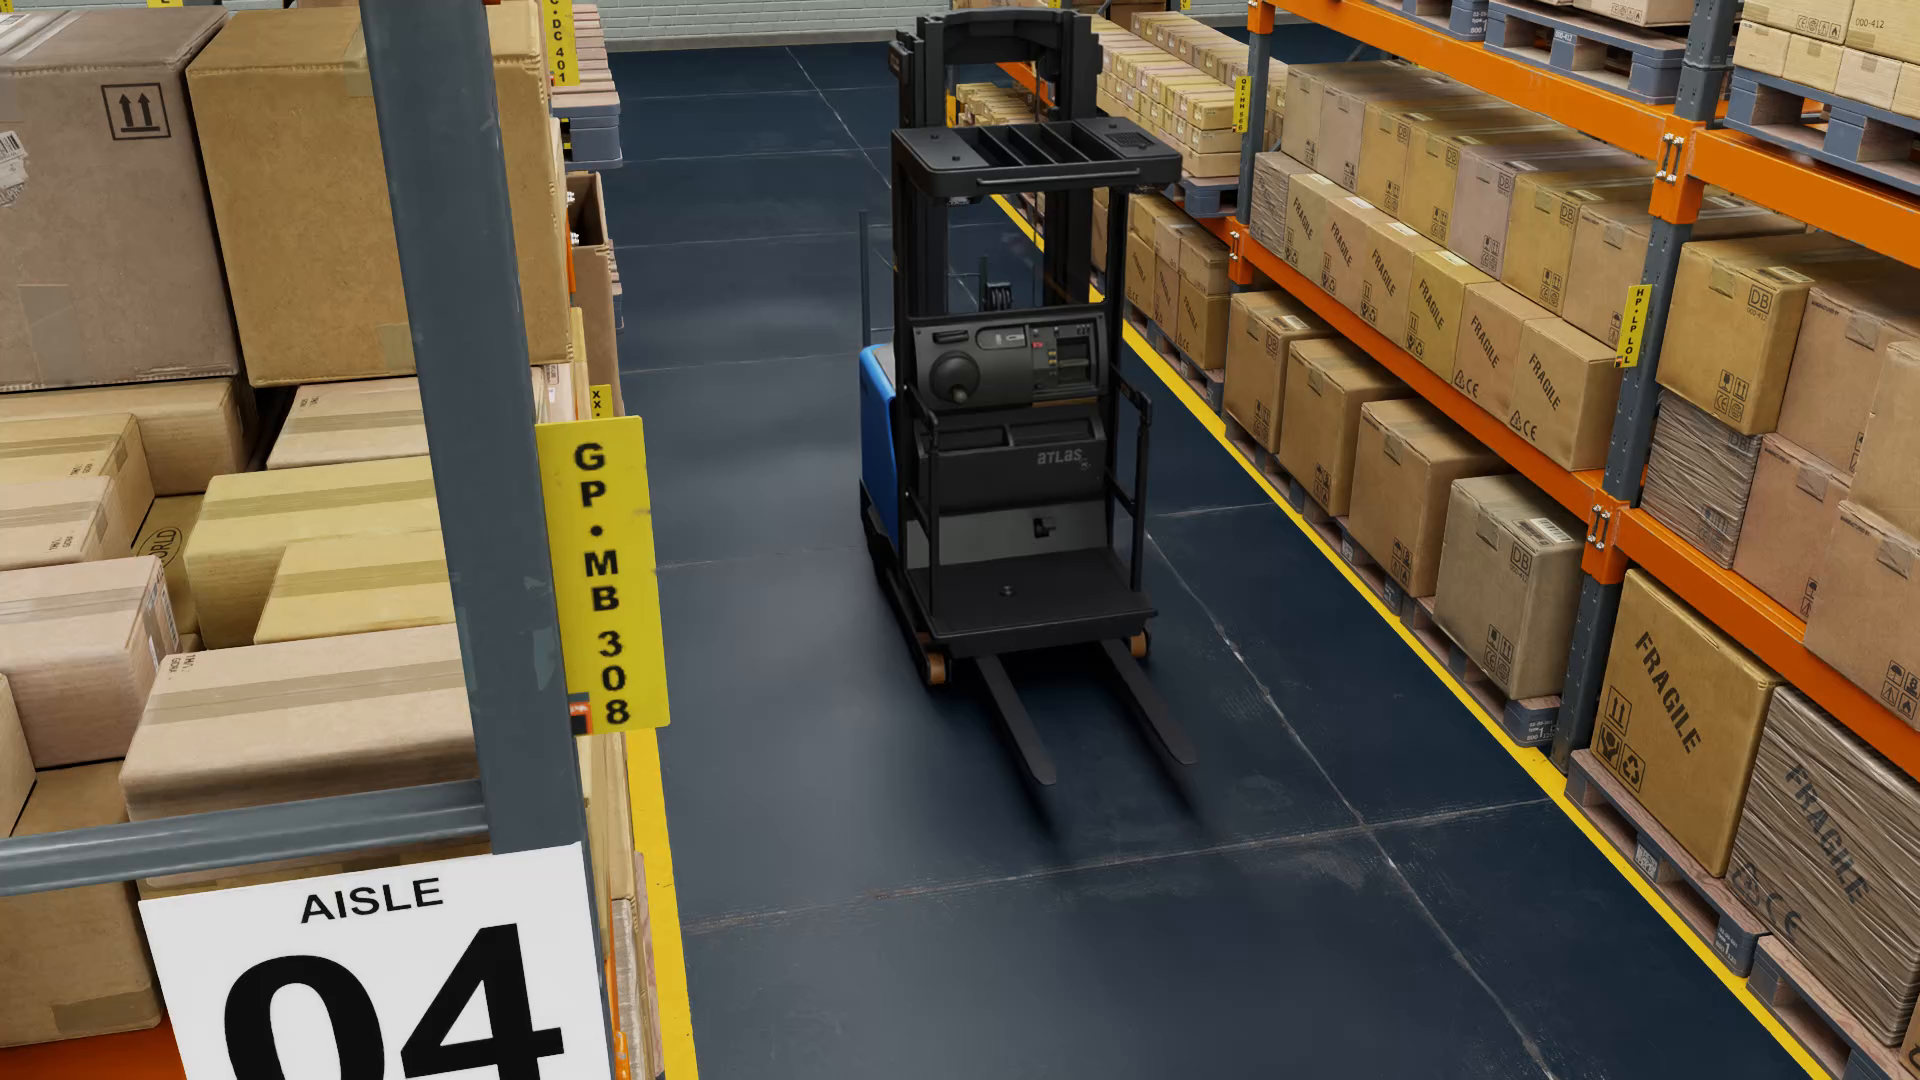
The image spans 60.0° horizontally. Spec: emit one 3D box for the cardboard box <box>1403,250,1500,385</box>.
[{"bbox_3d":[2.487,-1.081,7.952,0.500,0.500,0.500,-6,27,-11],"label":"cardboard box"}]

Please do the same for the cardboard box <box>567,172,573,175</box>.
[{"bbox_3d":[-2.508,-1.973,9.719,0.500,0.500,0.500,-5,27,-10],"label":"cardboard box"}]

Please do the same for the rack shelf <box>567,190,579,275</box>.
[{"bbox_3d":[-2.213,-1.827,7.011,1.077,0.370,4.000,-6,27,-12],"label":"rack shelf"}]

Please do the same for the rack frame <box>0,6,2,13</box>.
[{"bbox_3d":[-9.292,-4.697,15.226,1.000,3.000,0.127,-6,27,-12],"label":"rack frame"}]

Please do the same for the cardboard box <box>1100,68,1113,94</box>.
[{"bbox_3d":[1.231,-3.316,11.973,0.380,0.149,0.250,-6,27,-12],"label":"cardboard box"}]

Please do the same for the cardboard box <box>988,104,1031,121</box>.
[{"bbox_3d":[0.477,-4.119,16.120,0.380,0.149,0.250,-5,27,-10],"label":"cardboard box"}]

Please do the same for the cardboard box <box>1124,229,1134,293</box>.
[{"bbox_3d":[1.450,-2.162,12.513,0.500,0.500,0.500,-5,27,-11],"label":"cardboard box"}]

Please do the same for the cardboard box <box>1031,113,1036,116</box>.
[{"bbox_3d":[0.865,-4.147,16.506,0.380,0.149,0.250,-6,27,-12],"label":"cardboard box"}]

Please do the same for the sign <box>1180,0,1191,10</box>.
[{"bbox_3d":[1.830,-4.478,13.507,0.100,0.325,0.005,-6,27,-12],"label":"sign"}]

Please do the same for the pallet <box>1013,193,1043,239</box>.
[{"bbox_3d":[1.104,-2.949,14.859,1.003,0.211,1.213,-6,27,-12],"label":"pallet"}]

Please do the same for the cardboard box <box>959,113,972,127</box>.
[{"bbox_3d":[0.195,-4.311,17.160,0.380,0.149,0.250,-5,27,-11],"label":"cardboard box"}]

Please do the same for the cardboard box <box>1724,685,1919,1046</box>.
[{"bbox_3d":[3.374,1.049,5.735,0.875,0.875,0.875,-6,27,-11],"label":"cardboard box"}]

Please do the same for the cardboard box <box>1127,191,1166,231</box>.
[{"bbox_3d":[1.432,-2.500,12.350,0.500,0.250,0.500,-5,27,-10],"label":"cardboard box"}]

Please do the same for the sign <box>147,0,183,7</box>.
[{"bbox_3d":[-2.302,-1.619,4.790,0.100,0.325,0.005,-6,27,-12],"label":"sign"}]

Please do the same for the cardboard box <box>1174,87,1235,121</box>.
[{"bbox_3d":[1.580,-2.767,10.555,0.380,0.149,0.250,-6,27,-12],"label":"cardboard box"}]

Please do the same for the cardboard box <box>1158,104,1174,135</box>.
[{"bbox_3d":[1.513,-2.758,10.868,0.380,0.149,0.250,-5,27,-10],"label":"cardboard box"}]

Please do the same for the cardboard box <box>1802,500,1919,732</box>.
[{"bbox_3d":[3.341,0.191,5.376,0.875,0.550,0.550,-6,27,-12],"label":"cardboard box"}]

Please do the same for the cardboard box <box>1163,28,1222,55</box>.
[{"bbox_3d":[1.748,-3.741,12.485,0.380,0.149,0.250,-6,27,-12],"label":"cardboard box"}]

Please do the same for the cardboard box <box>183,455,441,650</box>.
[{"bbox_3d":[-0.838,0.008,2.300,0.380,0.149,0.250,-6,27,-13],"label":"cardboard box"}]

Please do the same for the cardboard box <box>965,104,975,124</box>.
[{"bbox_3d":[0.264,-4.324,16.856,0.380,0.149,0.250,-6,27,-12],"label":"cardboard box"}]

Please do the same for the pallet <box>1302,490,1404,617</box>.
[{"bbox_3d":[2.567,-0.014,9.043,1.003,0.211,1.213,-6,27,-12],"label":"pallet"}]

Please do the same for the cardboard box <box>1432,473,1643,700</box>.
[{"bbox_3d":[2.866,0.163,7.630,1.050,0.750,0.750,-6,27,-12],"label":"cardboard box"}]

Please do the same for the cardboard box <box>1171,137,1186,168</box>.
[{"bbox_3d":[1.579,-2.501,10.689,0.380,0.149,0.250,-6,27,-12],"label":"cardboard box"}]

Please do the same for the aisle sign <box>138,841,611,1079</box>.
[{"bbox_3d":[-0.554,0.661,1.727,0.394,0.787,0.004,-6,27,-12],"label":"aisle sign"}]

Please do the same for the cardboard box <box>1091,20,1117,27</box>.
[{"bbox_3d":[1.000,-3.902,12.805,0.380,0.149,0.250,-5,27,-10],"label":"cardboard box"}]

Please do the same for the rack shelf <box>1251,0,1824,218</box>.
[{"bbox_3d":[2.642,-2.287,7.921,1.077,0.370,4.000,-6,27,-12],"label":"rack shelf"}]

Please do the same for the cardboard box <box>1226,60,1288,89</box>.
[{"bbox_3d":[2.040,-3.171,11.356,0.380,0.149,0.250,-5,27,-9],"label":"cardboard box"}]

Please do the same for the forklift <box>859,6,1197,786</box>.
[{"bbox_3d":[0.295,-0.809,7.600,1.130,2.935,3.031,-6,27,-13],"label":"forklift"}]

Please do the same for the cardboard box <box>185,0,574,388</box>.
[{"bbox_3d":[-0.932,-0.594,2.774,0.500,0.500,0.500,-6,27,-12],"label":"cardboard box"}]

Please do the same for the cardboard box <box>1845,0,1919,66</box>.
[{"bbox_3d":[3.046,-1.563,4.949,0.500,0.250,0.500,-6,27,-12],"label":"cardboard box"}]

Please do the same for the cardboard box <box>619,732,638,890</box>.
[{"bbox_3d":[-0.939,0.492,3.396,0.500,0.500,0.500,-6,27,-12],"label":"cardboard box"}]

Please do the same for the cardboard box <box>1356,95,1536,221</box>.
[{"bbox_3d":[2.516,-1.993,8.649,0.700,0.500,0.500,-6,27,-12],"label":"cardboard box"}]

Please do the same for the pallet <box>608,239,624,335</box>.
[{"bbox_3d":[-2.399,-1.300,8.709,1.213,0.211,1.003,-6,27,-12],"label":"pallet"}]

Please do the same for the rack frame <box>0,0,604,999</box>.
[{"bbox_3d":[-0.861,-0.854,0.955,1.000,3.000,0.127,-6,27,-12],"label":"rack frame"}]

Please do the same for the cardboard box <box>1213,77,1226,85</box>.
[{"bbox_3d":[1.987,-3.153,11.650,0.380,0.149,0.250,-6,27,-12],"label":"cardboard box"}]

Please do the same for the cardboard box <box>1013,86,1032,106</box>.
[{"bbox_3d":[0.756,-4.516,16.907,0.380,0.149,0.250,-5,27,-11],"label":"cardboard box"}]

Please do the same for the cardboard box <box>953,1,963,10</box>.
[{"bbox_3d":[0.142,-5.371,16.842,0.380,0.149,0.250,-6,27,-12],"label":"cardboard box"}]

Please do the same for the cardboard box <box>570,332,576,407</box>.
[{"bbox_3d":[-1.070,-0.357,3.466,0.500,0.250,0.500,-5,27,-10],"label":"cardboard box"}]

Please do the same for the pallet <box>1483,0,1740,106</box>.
[{"bbox_3d":[2.839,-2.042,6.850,0.805,0.209,1.217,-7,28,-14],"label":"pallet"}]

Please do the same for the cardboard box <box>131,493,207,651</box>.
[{"bbox_3d":[-1.332,0.148,2.466,0.500,0.250,0.500,-6,27,-11],"label":"cardboard box"}]

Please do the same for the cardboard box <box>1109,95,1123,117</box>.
[{"bbox_3d":[1.284,-3.075,11.826,0.380,0.149,0.250,-7,28,-14],"label":"cardboard box"}]

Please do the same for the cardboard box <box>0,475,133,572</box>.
[{"bbox_3d":[-1.340,0.049,2.219,0.380,0.149,0.250,-7,28,-14],"label":"cardboard box"}]

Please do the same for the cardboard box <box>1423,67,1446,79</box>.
[{"bbox_3d":[5.435,-4.970,18.145,0.875,0.438,0.875,-7,28,-13],"label":"cardboard box"}]

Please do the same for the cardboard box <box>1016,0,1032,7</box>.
[{"bbox_3d":[0.790,-4.492,14.380,0.500,0.500,0.500,-7,28,-13],"label":"cardboard box"}]

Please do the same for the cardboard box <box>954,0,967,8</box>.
[{"bbox_3d":[0.221,-5.611,16.597,0.500,0.500,0.500,-5,27,-9],"label":"cardboard box"}]

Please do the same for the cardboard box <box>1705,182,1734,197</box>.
[{"bbox_3d":[6.519,-3.029,13.814,0.875,0.875,0.875,-5,27,-10],"label":"cardboard box"}]

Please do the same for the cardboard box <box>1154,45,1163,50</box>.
[{"bbox_3d":[1.686,-3.732,12.797,0.380,0.149,0.250,-5,27,-9],"label":"cardboard box"}]

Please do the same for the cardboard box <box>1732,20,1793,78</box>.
[{"bbox_3d":[2.844,-1.656,5.574,0.380,0.149,0.250,-6,27,-12],"label":"cardboard box"}]

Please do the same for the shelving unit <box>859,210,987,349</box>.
[{"bbox_3d":[-0.222,-1.065,9.697,0.538,1.500,1.048,-6,27,-13],"label":"shelving unit"}]

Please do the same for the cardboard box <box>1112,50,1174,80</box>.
[{"bbox_3d":[1.288,-3.339,11.688,0.380,0.149,0.250,-5,27,-10],"label":"cardboard box"}]

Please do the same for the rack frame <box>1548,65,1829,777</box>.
[{"bbox_3d":[3.093,-0.391,6.695,1.000,3.000,0.127,-6,27,-12],"label":"rack frame"}]
